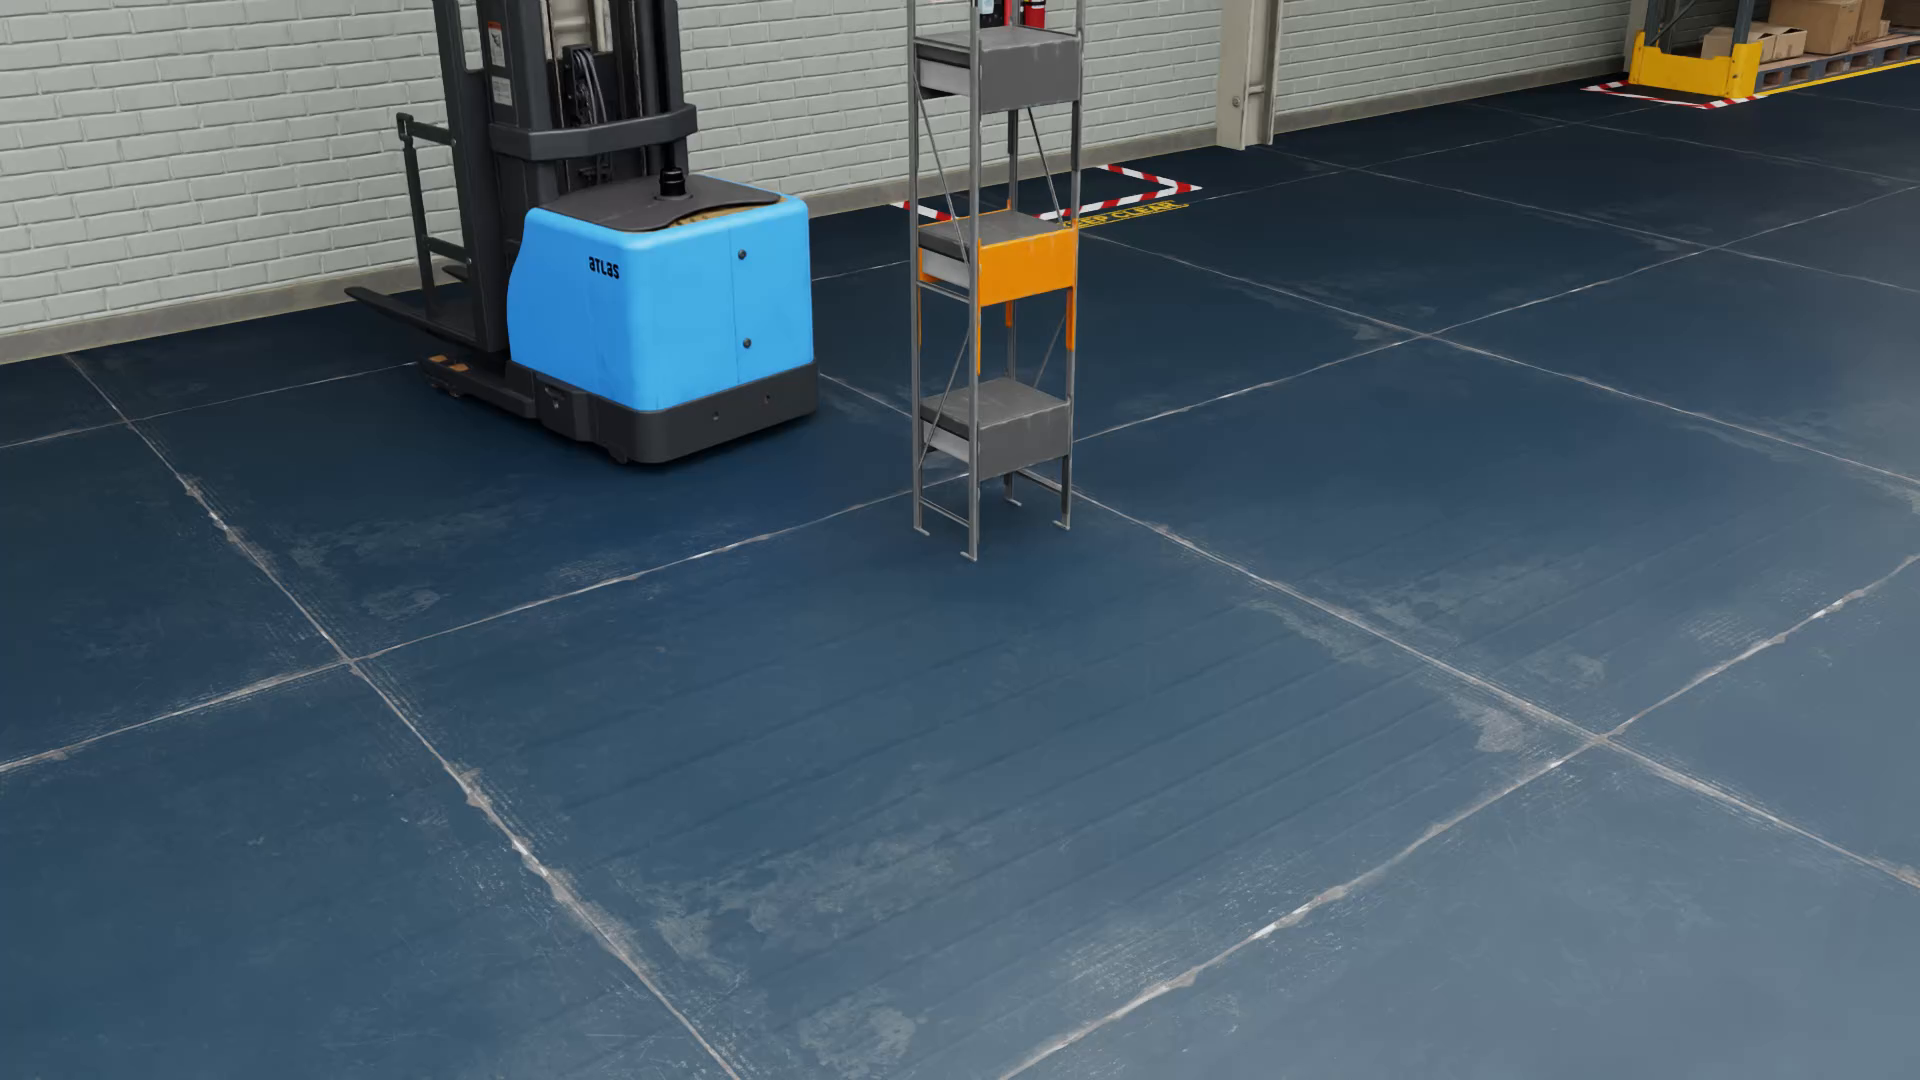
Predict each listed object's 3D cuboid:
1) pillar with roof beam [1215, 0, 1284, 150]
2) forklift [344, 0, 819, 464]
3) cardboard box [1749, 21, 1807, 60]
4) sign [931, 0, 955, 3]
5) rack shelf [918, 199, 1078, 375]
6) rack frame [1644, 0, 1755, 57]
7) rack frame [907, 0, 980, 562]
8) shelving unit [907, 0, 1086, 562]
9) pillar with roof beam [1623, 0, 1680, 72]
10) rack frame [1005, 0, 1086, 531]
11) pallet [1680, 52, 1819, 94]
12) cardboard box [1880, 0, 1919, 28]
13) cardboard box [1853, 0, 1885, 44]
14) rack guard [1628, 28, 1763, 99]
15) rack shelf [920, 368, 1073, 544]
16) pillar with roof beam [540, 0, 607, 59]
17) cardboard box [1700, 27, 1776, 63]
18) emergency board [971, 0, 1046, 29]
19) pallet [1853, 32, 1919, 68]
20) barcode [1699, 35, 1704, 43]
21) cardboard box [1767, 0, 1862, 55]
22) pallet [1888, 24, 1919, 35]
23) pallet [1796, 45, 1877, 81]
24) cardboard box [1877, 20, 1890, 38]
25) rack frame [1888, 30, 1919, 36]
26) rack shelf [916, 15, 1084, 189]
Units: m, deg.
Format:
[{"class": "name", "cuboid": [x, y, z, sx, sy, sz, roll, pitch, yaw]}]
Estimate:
[{"class": "pillar with roof beam", "cuboid": [5.016, -5.954, 8.891, 0.400, 9.000, 9.100, -18, 31, -34]}, {"class": "forklift", "cuboid": [-2.089, -2.180, 7.965, 3.031, 2.935, 1.130, 22, 33, 39]}, {"class": "cardboard box", "cuboid": [8.112, -5.028, 16.691, 0.500, 0.311, 0.500, -15, 29, -30]}, {"class": "sign", "cuboid": [-0.108, -3.937, 11.627, 0.234, 0.329, 0.001, -18, 31, -34]}, {"class": "rack shelf", "cuboid": [0.130, -0.983, 6.406, 0.480, 0.518, 0.431, -18, 31, -34]}, {"class": "rack frame", "cuboid": [7.064, -5.750, 15.576, 0.127, 3.000, 1.000, -18, 31, -34]}, {"class": "rack frame", "cuboid": [-0.062, -0.932, 6.264, 0.015, 2.100, 0.400, -18, 31, -34]}, {"class": "shelving unit", "cuboid": [0.130, -0.995, 6.401, 0.503, 2.100, 0.431, -18, 31, -34]}, {"class": "pillar with roof beam", "cuboid": [9.737, -7.513, 12.249, 0.400, 9.000, 9.100, -18, 31, -34]}, {"class": "rack frame", "cuboid": [0.322, -1.059, 6.537, 0.015, 2.100, 0.400, -18, 31, -34]}, {"class": "pallet", "cuboid": [7.784, -4.704, 16.635, 1.213, 0.211, 1.003, -18, 31, -34]}, {"class": "cardboard box", "cuboid": [10.780, -6.051, 18.672, 0.500, 0.500, 0.700, -17, 30, -32]}, {"class": "cardboard box", "cuboid": [9.419, -5.572, 17.639, 0.500, 0.500, 0.500, -21, 32, -38]}, {"class": "rack guard", "cuboid": [7.123, -4.636, 16.144, 0.348, 0.500, 1.175, -18, 31, -34]}, {"class": "rack shelf", "cuboid": [0.130, -0.348, 6.701, 0.480, 0.518, 0.431, -18, 31, -34]}, {"class": "pillar with roof beam", "cuboid": [0.294, -4.396, 5.532, 0.400, 9.000, 9.100, -18, 31, -34]}, {"class": "cardboard box", "cuboid": [7.664, -4.879, 16.372, 0.500, 0.311, 0.500, -23, 33, -40]}, {"class": "emergency board", "cuboid": [0.391, -4.030, 11.870, 0.643, 1.169, 0.194, -18, 31, -34]}, {"class": "pallet", "cuboid": [9.705, -5.338, 18.000, 1.213, 0.211, 1.003, -18, 31, -34]}, {"class": "barcode", "cuboid": [7.431, -5.021, 16.666, 0.075, 0.075, 0.001, -18, 31, -34]}, {"class": "cardboard box", "cuboid": [8.720, -5.287, 17.026, 0.500, 0.500, 0.700, -21, 32, -37]}, {"class": "pallet", "cuboid": [10.823, -5.727, 18.838, 1.213, 0.211, 1.003, -18, 31, -34]}, {"class": "pallet", "cuboid": [8.744, -5.019, 17.314, 1.213, 0.211, 1.003, -18, 31, -34]}, {"class": "cardboard box", "cuboid": [9.809, -5.554, 17.997, 0.380, 0.166, 0.250, 22, 33, 39]}, {"class": "rack frame", "cuboid": [10.211, -6.789, 17.814, 0.127, 3.000, 1.000, -18, 31, -34]}, {"class": "rack shelf", "cuboid": [0.130, -1.618, 6.112, 0.480, 0.518, 0.431, -18, 31, -34]}]
